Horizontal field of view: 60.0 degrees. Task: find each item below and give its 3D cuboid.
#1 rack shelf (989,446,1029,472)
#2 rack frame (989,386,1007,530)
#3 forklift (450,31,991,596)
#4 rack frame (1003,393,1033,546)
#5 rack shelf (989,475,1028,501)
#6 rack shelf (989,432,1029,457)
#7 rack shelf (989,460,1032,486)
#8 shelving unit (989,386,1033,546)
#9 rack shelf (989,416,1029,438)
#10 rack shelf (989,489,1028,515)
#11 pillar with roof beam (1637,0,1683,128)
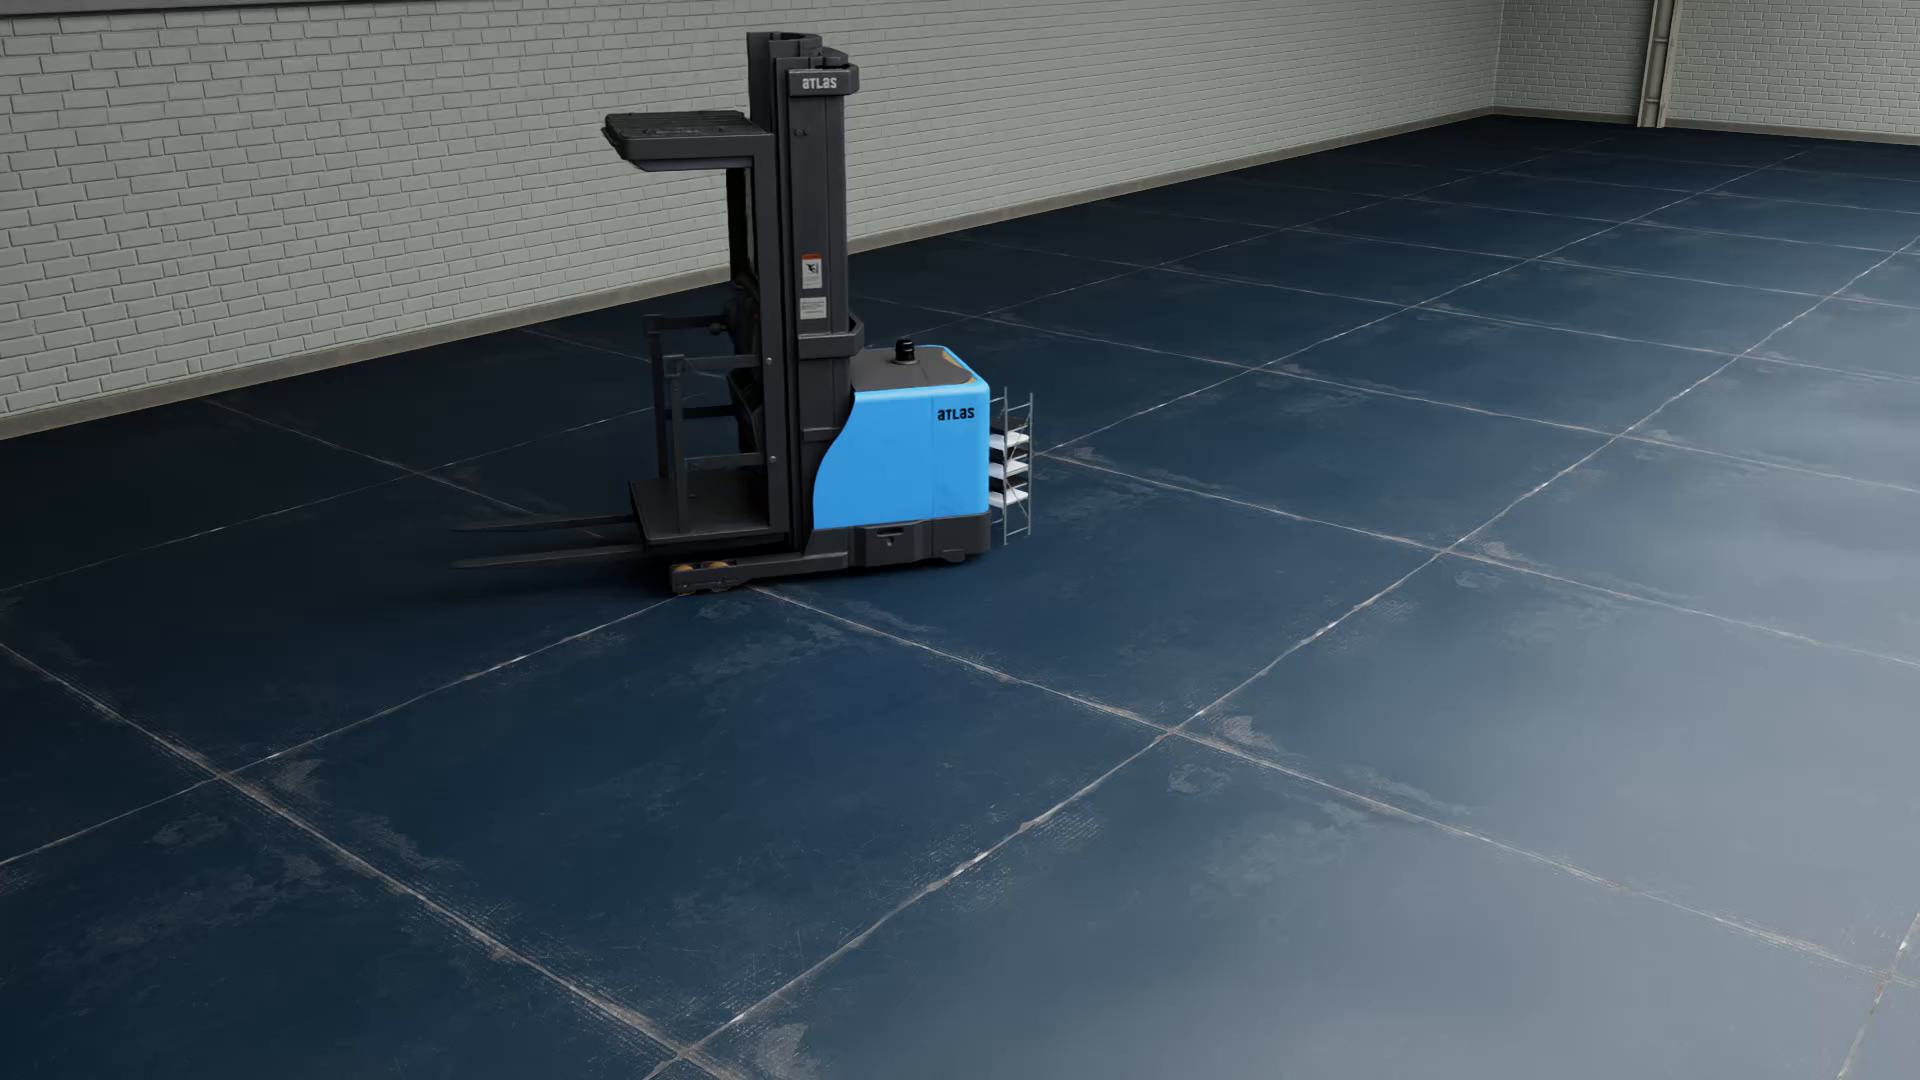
[{"bbox_3d":[0.269,-0.494,9.920,0.200,0.077,0.258,18,27,40],"label":"rack shelf"},{"bbox_3d":[0.195,-0.465,10.006,0.006,0.900,0.240,18,27,40],"label":"rack frame"},{"bbox_3d":[-1.394,-1.269,9.260,3.031,2.935,1.130,-6,21,-15],"label":"forklift"},{"bbox_3d":[0.343,-0.416,9.875,0.006,0.900,0.240,18,27,40],"label":"rack frame"},{"bbox_3d":[0.269,-0.325,9.984,0.200,0.077,0.258,18,27,40],"label":"rack shelf"},{"bbox_3d":[0.269,-0.578,9.888,0.200,0.077,0.258,18,27,40],"label":"rack shelf"},{"bbox_3d":[0.269,-0.409,9.952,0.200,0.077,0.258,18,27,40],"label":"rack shelf"},{"bbox_3d":[0.269,-0.441,9.940,0.210,0.900,0.258,18,27,40],"label":"shelving unit"},{"bbox_3d":[0.269,-0.662,9.857,0.200,0.077,0.258,18,27,40],"label":"rack shelf"},{"bbox_3d":[0.269,-0.241,10.016,0.200,0.077,0.258,18,27,40],"label":"rack shelf"},{"bbox_3d":[9.532,-10.369,24.791,0.400,9.000,9.100,16,26,36],"label":"pillar with roof beam"}]
